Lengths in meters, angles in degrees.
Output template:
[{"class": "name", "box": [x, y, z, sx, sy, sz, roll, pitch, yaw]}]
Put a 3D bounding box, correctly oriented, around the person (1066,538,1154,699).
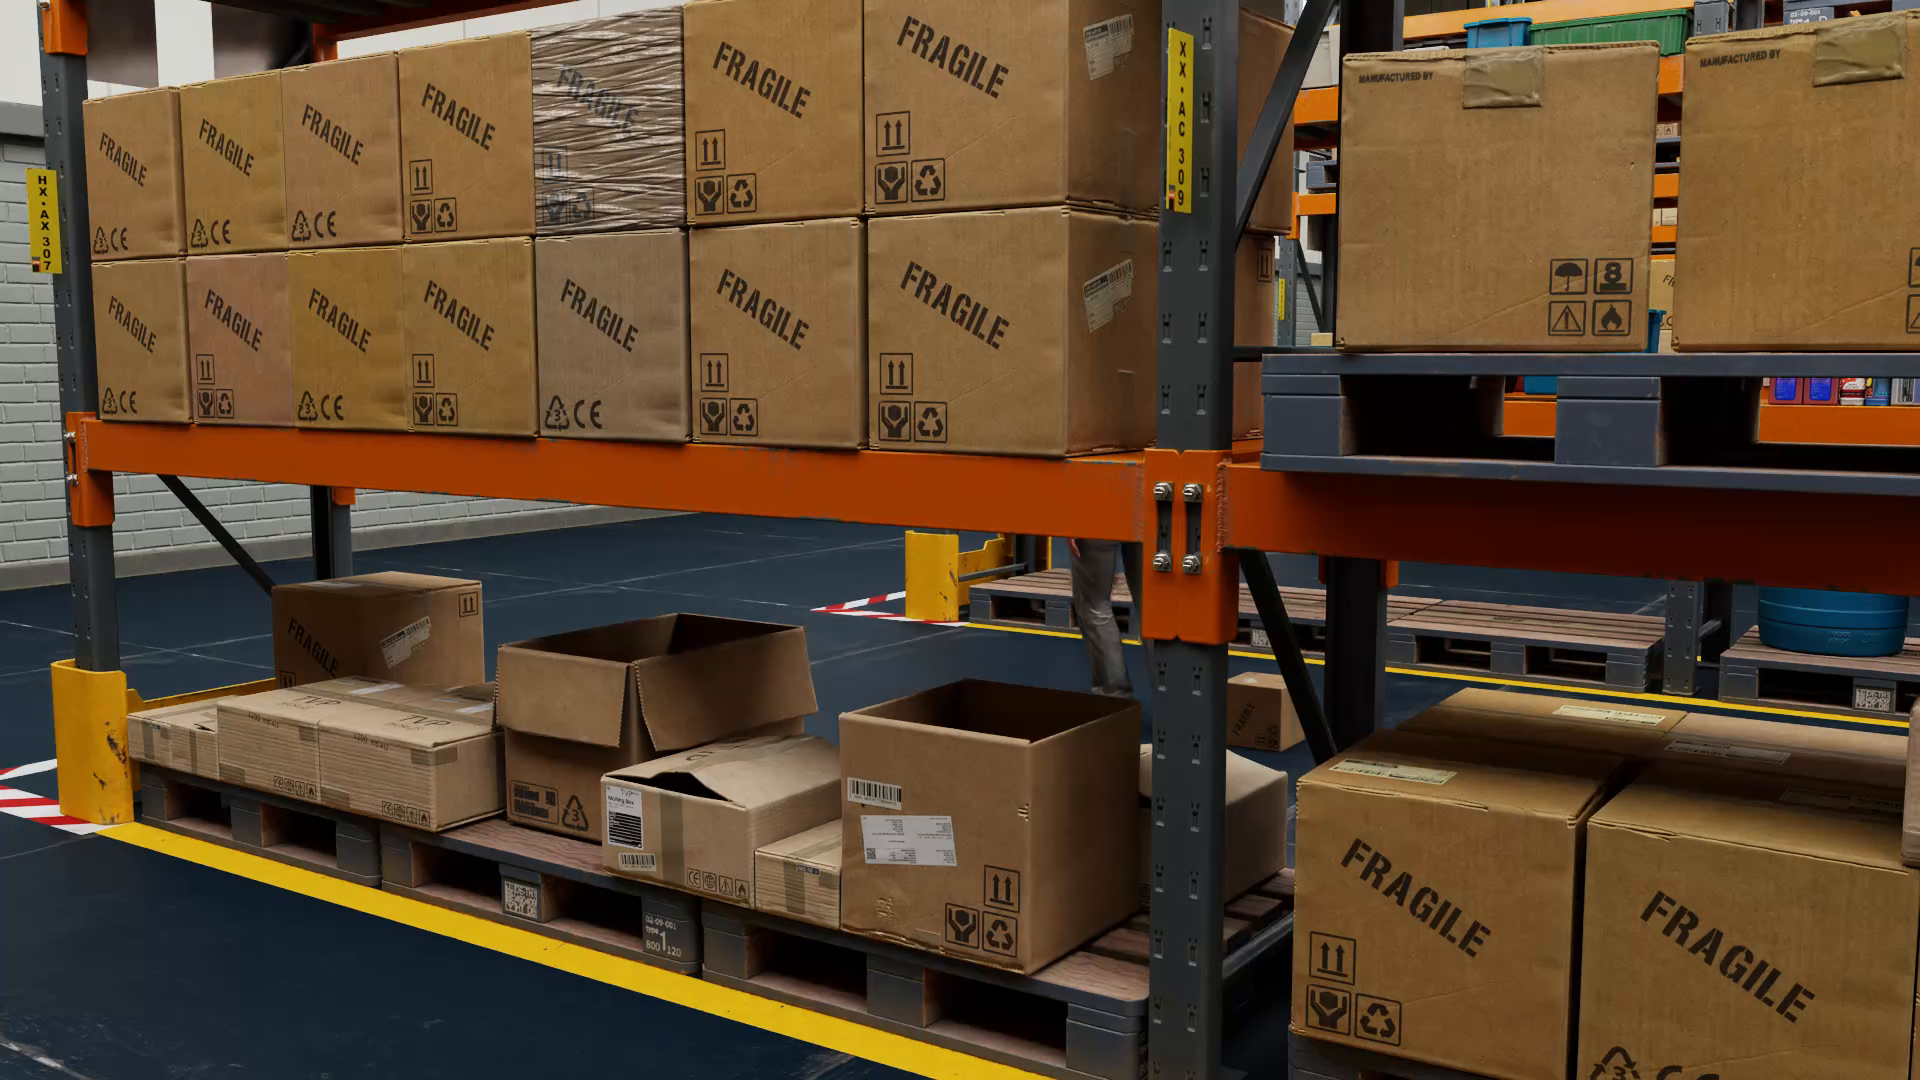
[{"class": "person", "box": [0.675, -0.127, 6.814, 0.581, 1.762, 0.570, -3, 7, -22]}]
